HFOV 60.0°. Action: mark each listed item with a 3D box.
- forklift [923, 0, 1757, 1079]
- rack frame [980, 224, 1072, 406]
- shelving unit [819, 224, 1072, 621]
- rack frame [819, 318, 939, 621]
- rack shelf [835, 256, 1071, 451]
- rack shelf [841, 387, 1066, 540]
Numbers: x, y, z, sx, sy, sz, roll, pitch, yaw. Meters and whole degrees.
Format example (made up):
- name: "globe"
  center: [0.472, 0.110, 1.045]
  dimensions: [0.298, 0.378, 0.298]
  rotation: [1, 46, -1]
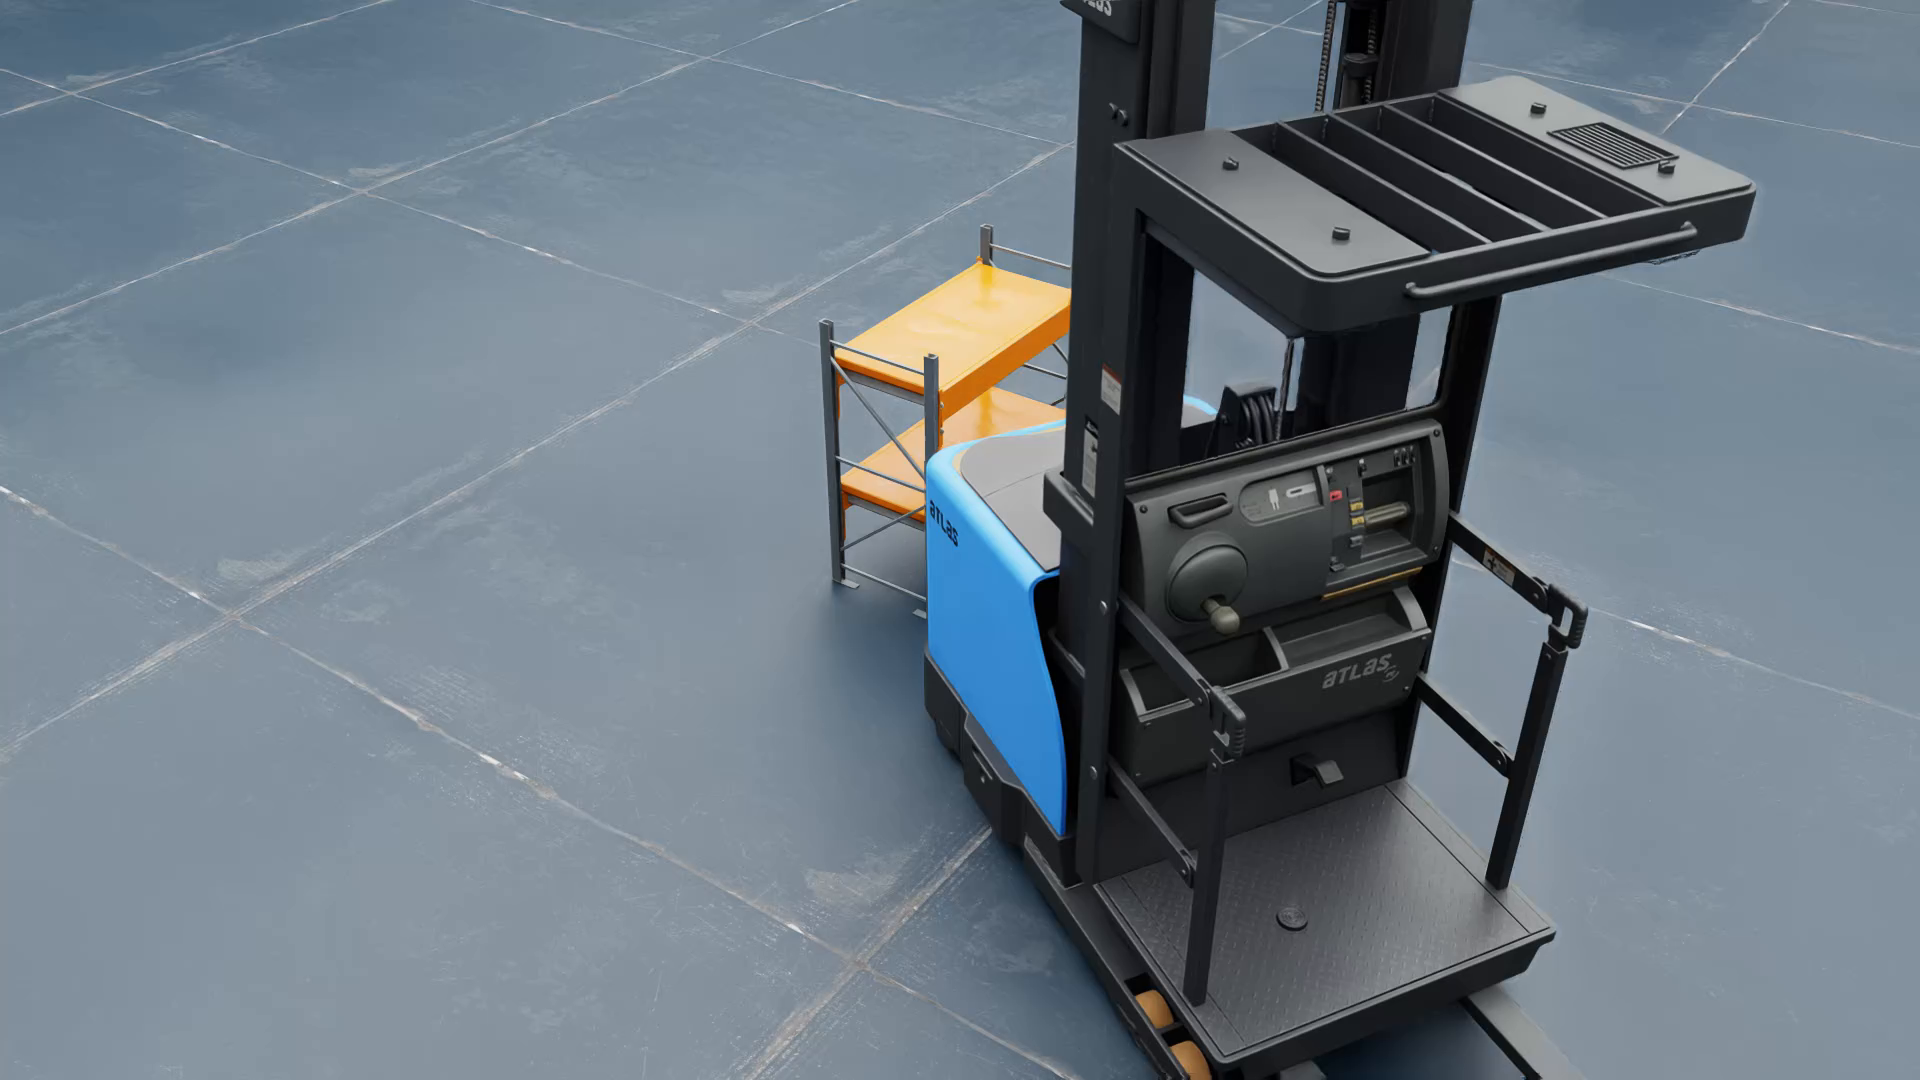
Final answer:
- name: "forklift"
  center: [0.949, 0.029, 4.090]
  dimensions: [1.130, 2.935, 3.031]
  rotation: [-14, 37, -20]
- name: "rack frame"
  center: [0.294, -0.703, 6.785]
  dimensions: [0.500, 1.125, 0.032]
  rotation: [21, 39, 28]
- name: "shelving unit"
  center: [0.004, -0.469, 6.439]
  dimensions: [0.538, 1.125, 1.048]
  rotation: [21, 39, 28]
- name: "rack frame"
  center: [-0.286, -0.235, 6.094]
  dimensions: [0.500, 1.125, 0.032]
  rotation: [21, 39, 28]
- name: "rack shelf"
  center: [0.004, -0.712, 6.276]
  dimensions: [0.538, 0.278, 1.000]
  rotation: [21, 39, 28]
- name: "rack shelf"
  center: [0.004, -0.267, 6.576]
  dimensions: [0.538, 0.278, 1.000]
  rotation: [21, 39, 28]
